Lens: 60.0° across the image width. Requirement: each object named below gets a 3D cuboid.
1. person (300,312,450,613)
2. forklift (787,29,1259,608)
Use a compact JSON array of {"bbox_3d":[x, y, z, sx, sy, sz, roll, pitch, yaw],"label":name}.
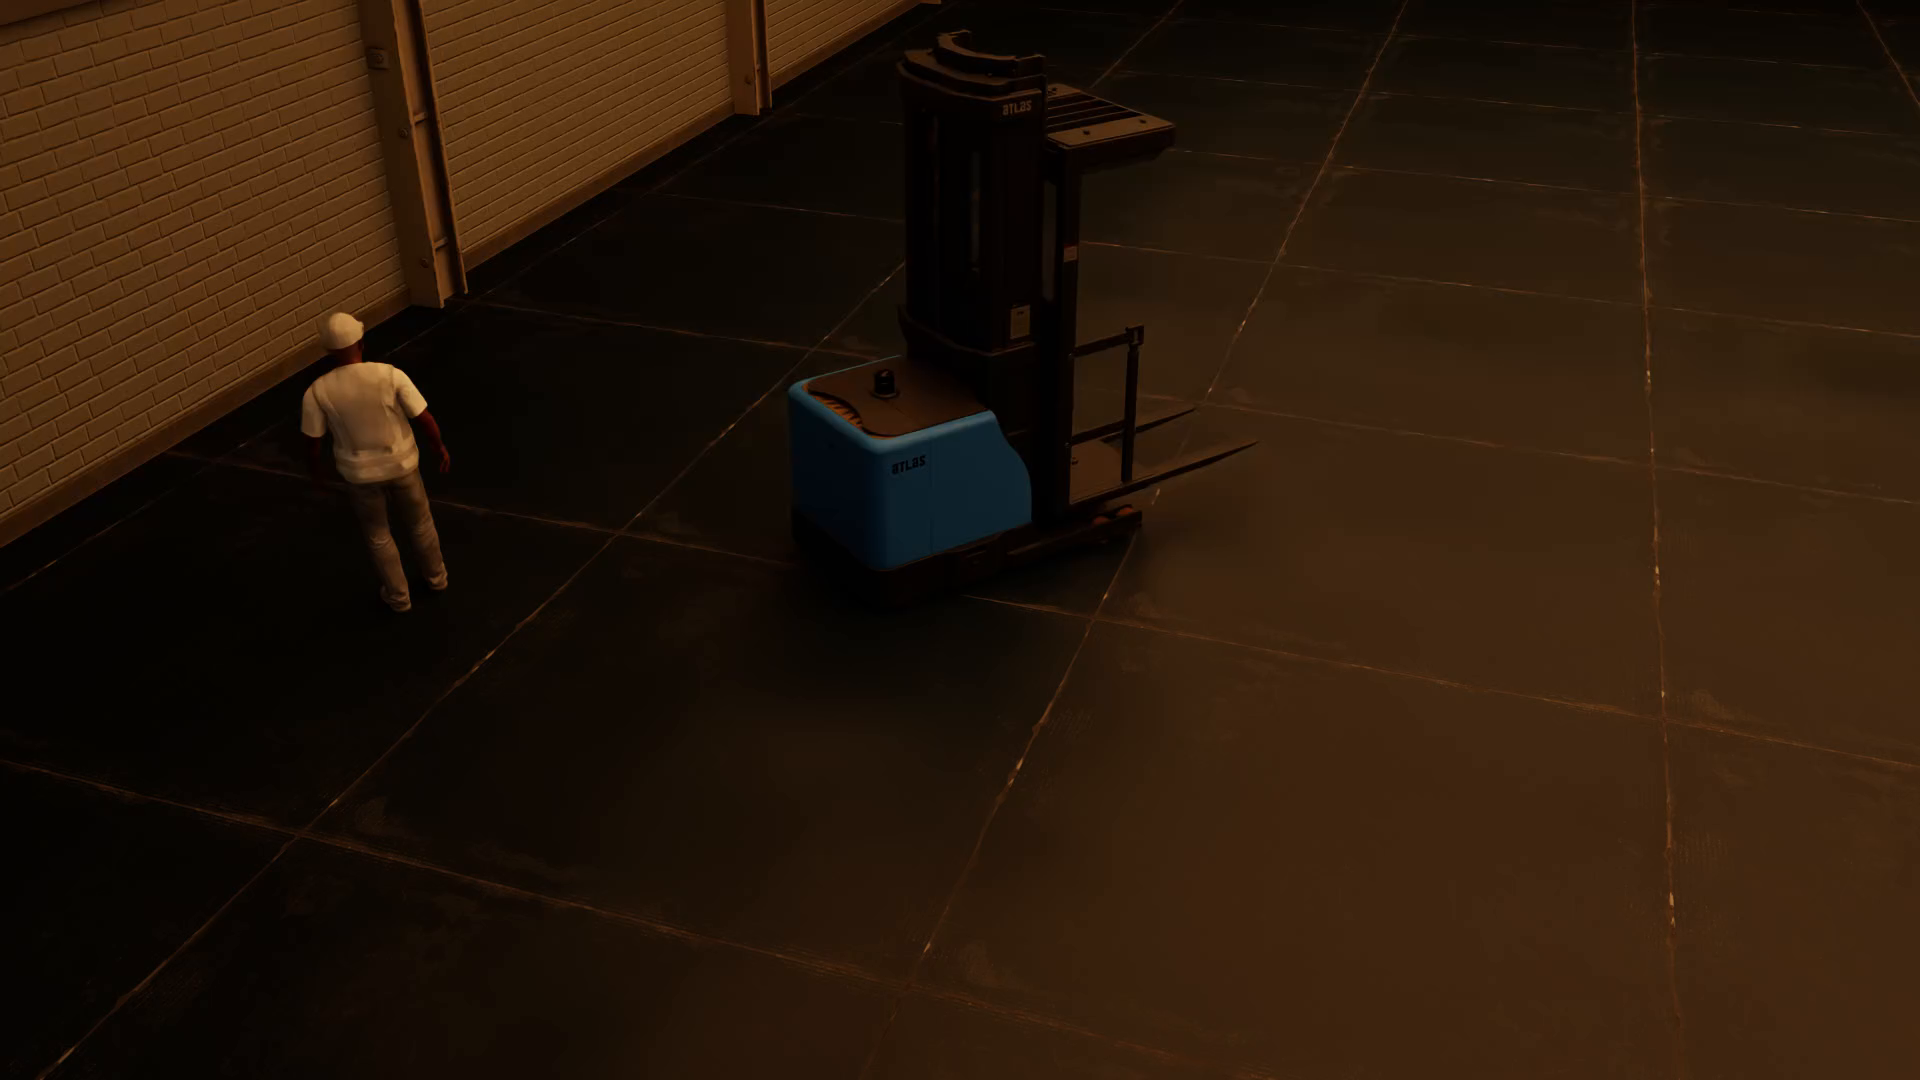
[{"bbox_3d":[-3.180,-0.443,9.092,0.733,1.766,0.557,-11,32,-19],"label":"person"},{"bbox_3d":[0.503,-1.447,9.674,3.031,2.935,1.130,-19,35,-29],"label":"forklift"}]
